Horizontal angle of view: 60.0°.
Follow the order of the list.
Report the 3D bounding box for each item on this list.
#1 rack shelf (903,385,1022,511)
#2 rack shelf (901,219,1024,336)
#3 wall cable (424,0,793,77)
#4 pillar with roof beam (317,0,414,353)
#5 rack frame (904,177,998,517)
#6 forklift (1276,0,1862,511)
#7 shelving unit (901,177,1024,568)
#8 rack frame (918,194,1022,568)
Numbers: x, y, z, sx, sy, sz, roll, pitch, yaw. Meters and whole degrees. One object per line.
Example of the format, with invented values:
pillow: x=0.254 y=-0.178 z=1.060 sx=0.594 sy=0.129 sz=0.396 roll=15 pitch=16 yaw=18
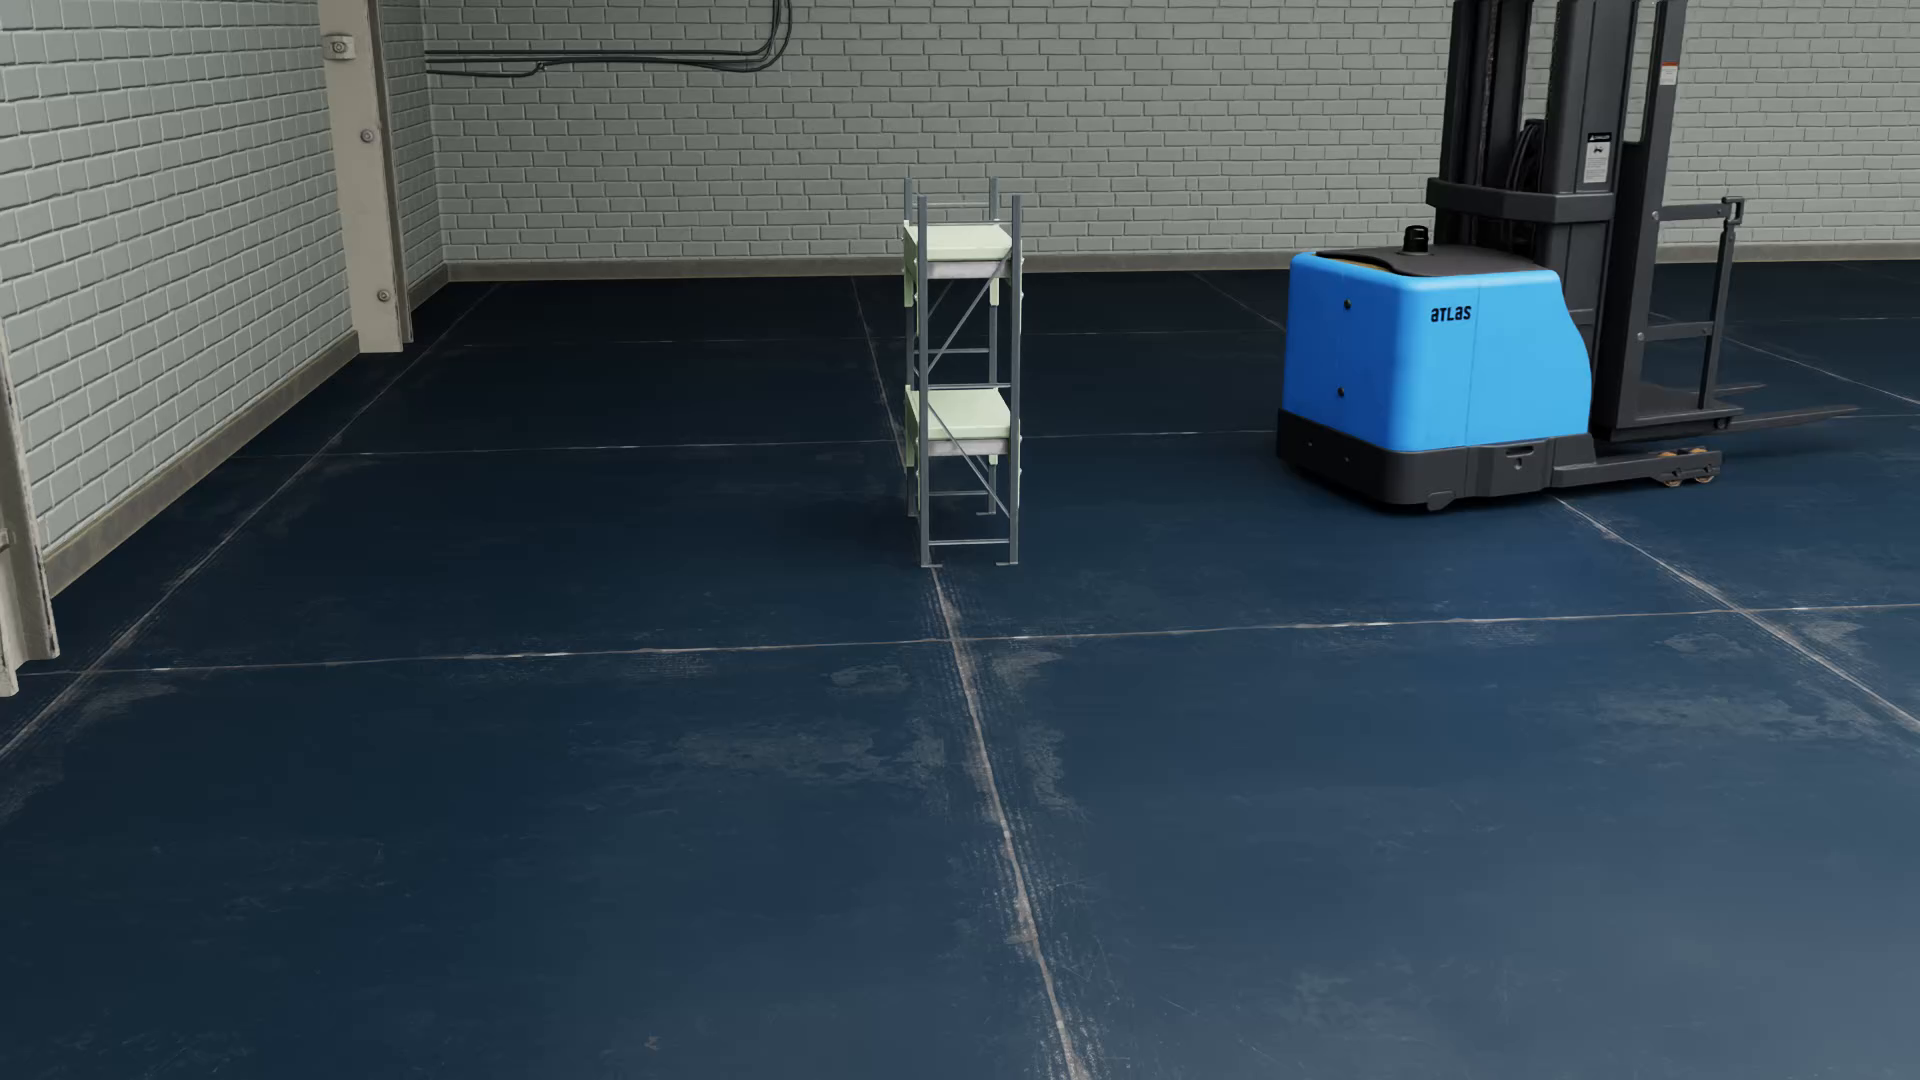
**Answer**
rack shelf: x=-0.001 y=-0.407 z=7.056 sx=0.431 sy=0.370 sz=0.720 roll=-2 pitch=18 yaw=-6
rack shelf: x=-0.001 y=-1.090 z=6.842 sx=0.431 sy=0.370 sz=0.720 roll=-2 pitch=18 yaw=-6
wall cable: x=-2.931 y=-5.054 z=13.435 sx=3.097 sy=2.526 sz=0.112 roll=-2 pitch=18 yaw=-6
pillar with roof beam: x=0.340 y=-5.750 z=10.467 sx=9.100 sy=9.000 sz=0.400 roll=-2 pitch=18 yaw=-6
rack frame: x=-0.038 y=-0.827 z=7.306 sx=0.400 sy=1.500 sz=0.023 roll=-2 pitch=18 yaw=-6
forklift: x=3.143 y=-1.791 z=7.990 sx=3.031 sy=2.935 sz=1.130 roll=-7 pitch=19 yaw=-21
shelving unit: x=-0.001 y=-0.718 z=6.959 sx=0.431 sy=1.500 sz=0.755 roll=-2 pitch=18 yaw=-6
rack frame: x=0.037 y=-0.609 z=6.611 sx=0.400 sy=1.500 sz=0.023 roll=-2 pitch=18 yaw=-6
